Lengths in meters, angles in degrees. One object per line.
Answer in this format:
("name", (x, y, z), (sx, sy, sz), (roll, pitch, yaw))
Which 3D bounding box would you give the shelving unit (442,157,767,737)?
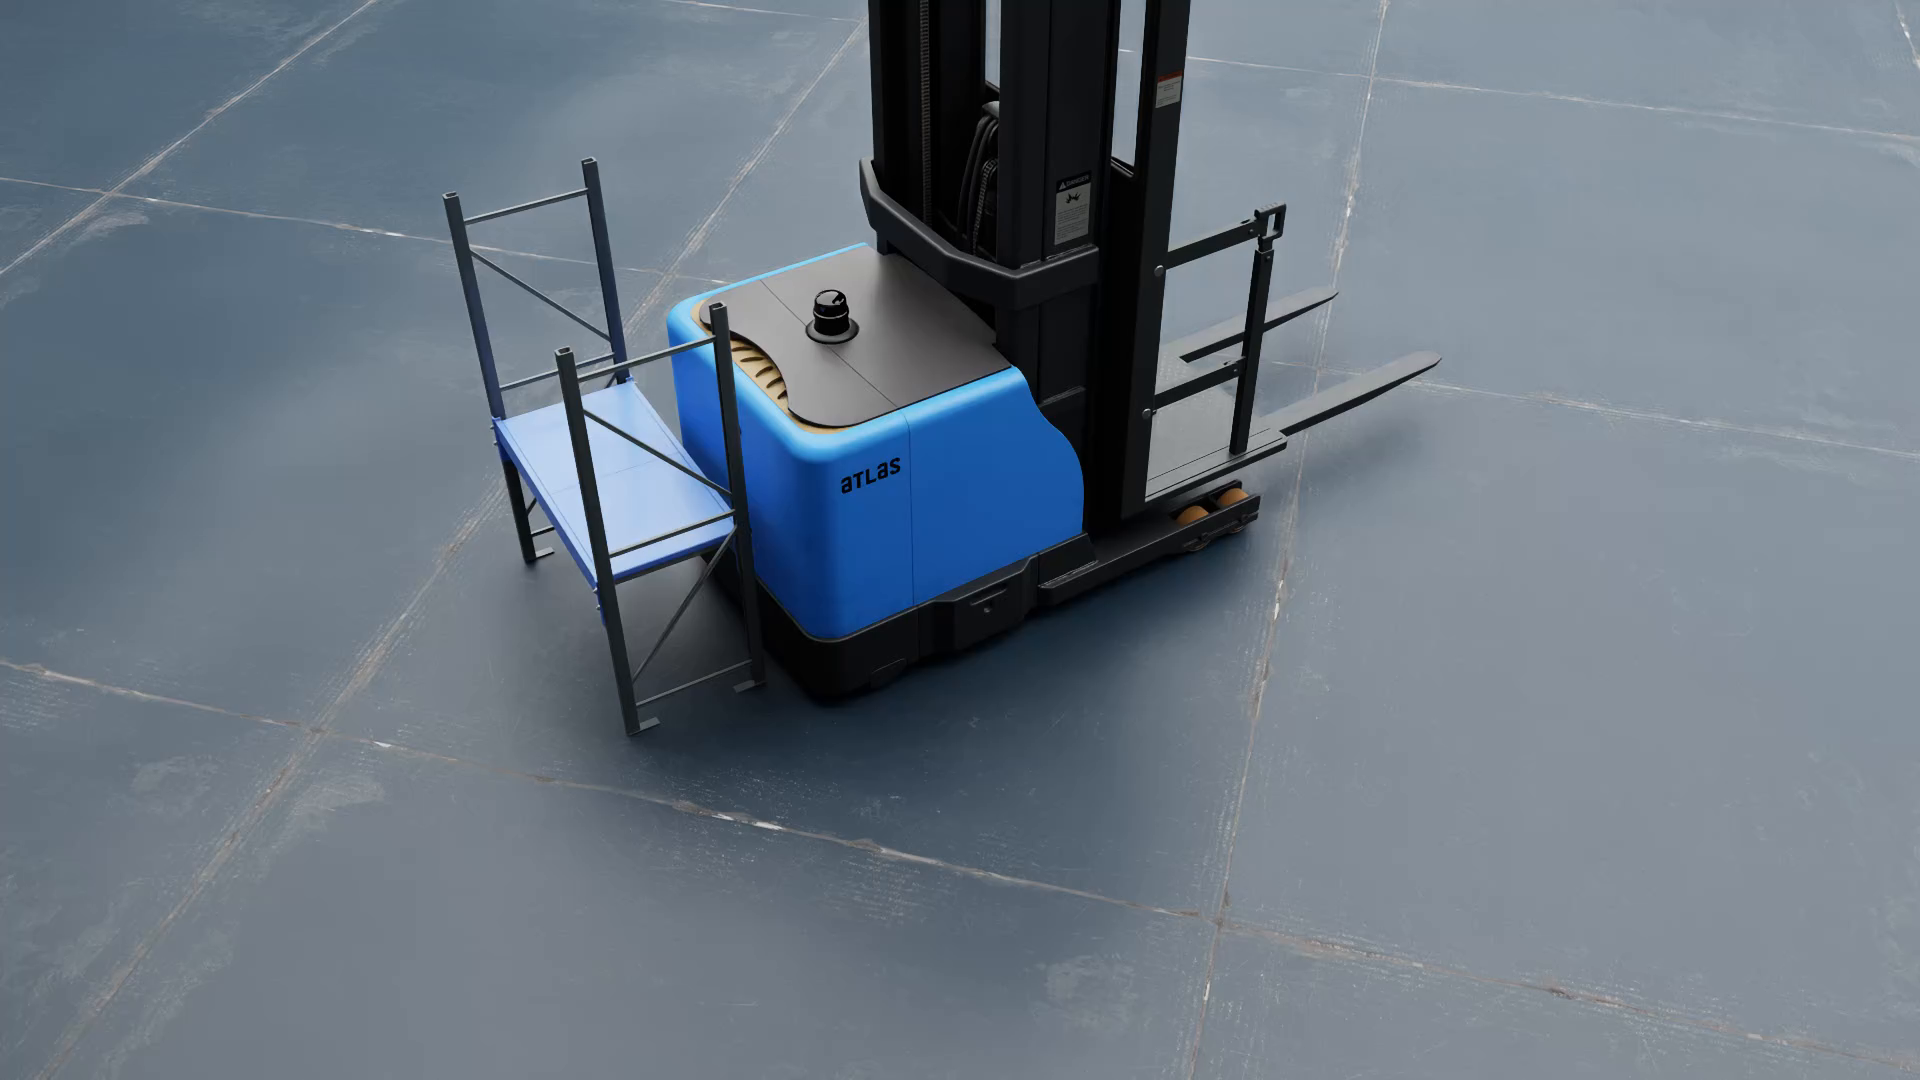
("shelving unit", (-1.141, -0.298, 5.439), (0.538, 1.500, 1.048), (-21, 44, -23))

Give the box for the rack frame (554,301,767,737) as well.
("rack frame", (-0.883, -0.016, 5.103), (0.500, 1.500, 0.032), (-21, 44, -23))

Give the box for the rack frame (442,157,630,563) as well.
("rack frame", (-1.398, -0.580, 5.774), (0.500, 1.500, 0.032), (-21, 44, -23))

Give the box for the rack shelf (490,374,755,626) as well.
("rack shelf", (-1.141, -0.160, 5.554), (0.538, 0.185, 1.000), (-21, 44, -23))

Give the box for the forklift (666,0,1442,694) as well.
("forklift", (0.523, -1.343, 5.570), (3.031, 2.935, 1.130), (-23, 45, -25))
